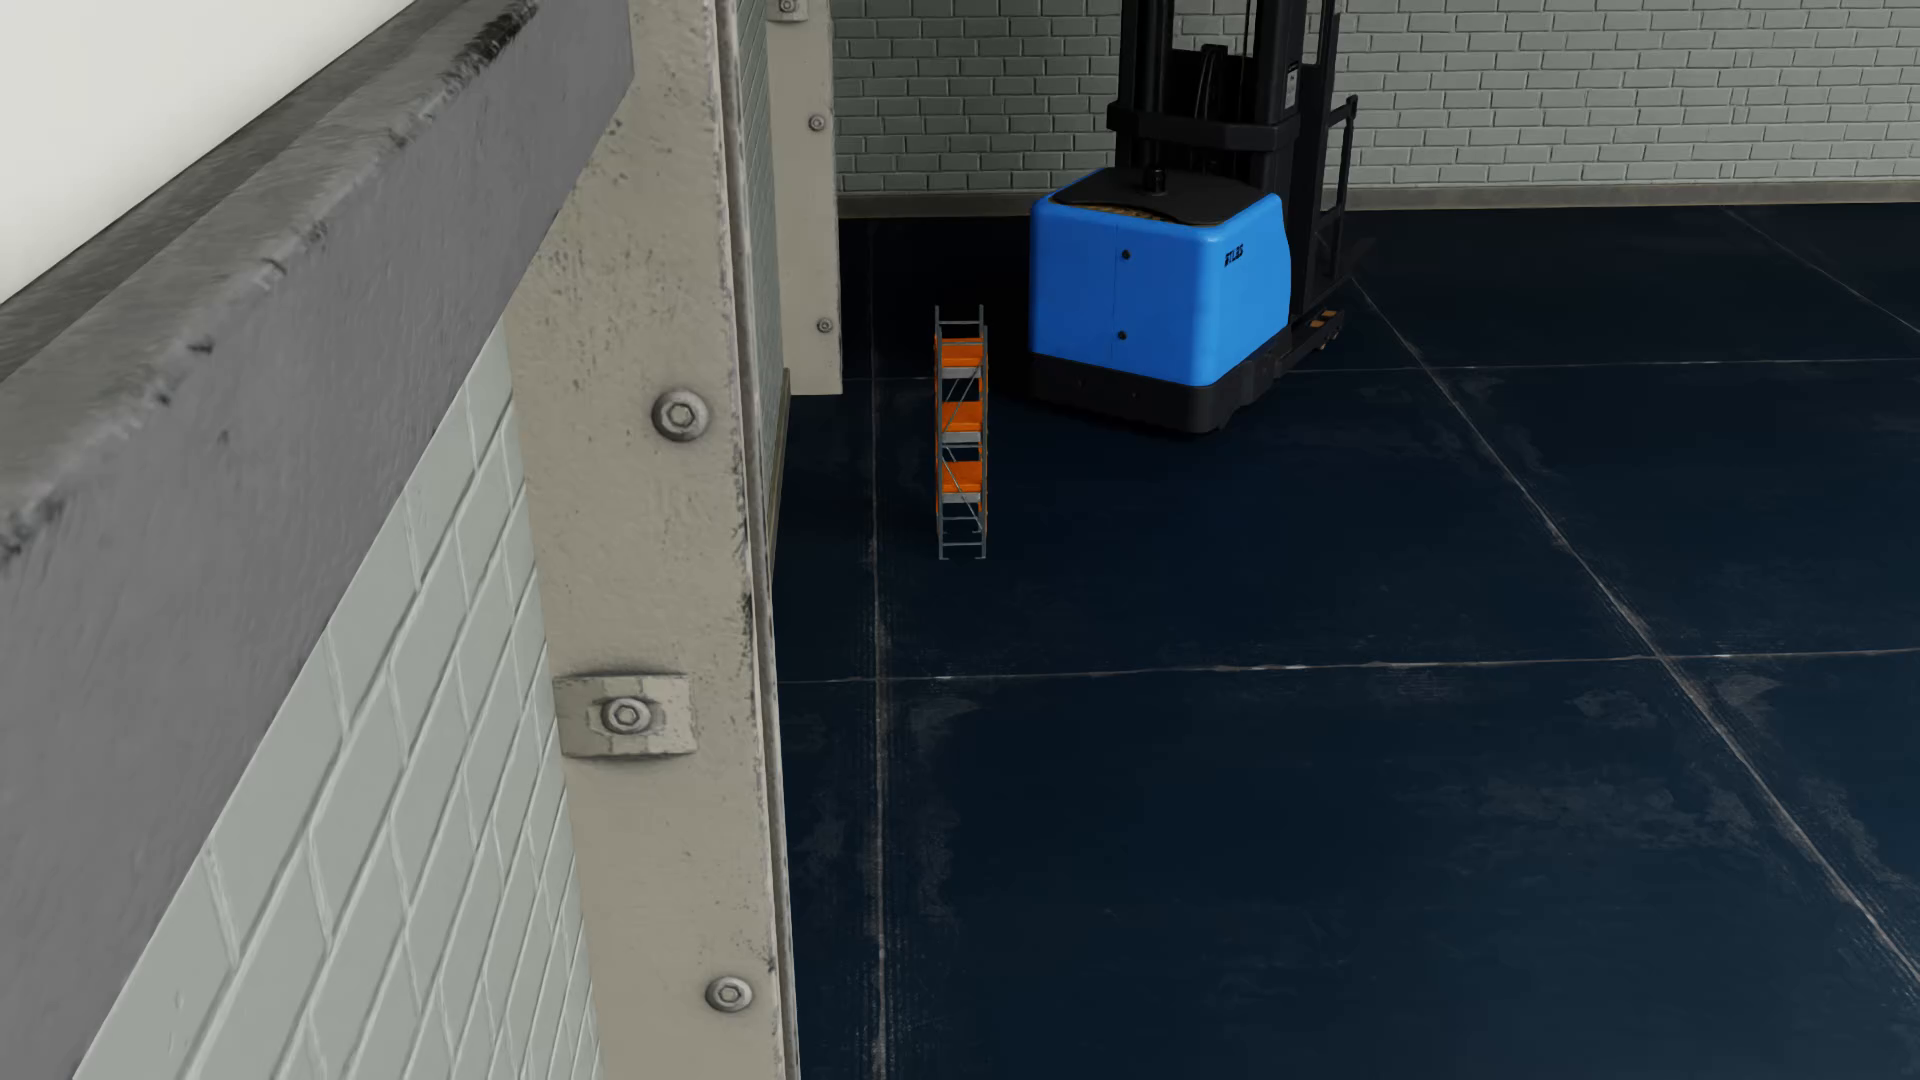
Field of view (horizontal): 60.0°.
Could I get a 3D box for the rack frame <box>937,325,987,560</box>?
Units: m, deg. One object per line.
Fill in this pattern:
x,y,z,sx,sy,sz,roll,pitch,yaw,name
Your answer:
0.009,-0.384,6.852,0.200,1.050,0.008,-1,28,-3,rack frame

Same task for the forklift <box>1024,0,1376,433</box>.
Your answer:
1.522,-2.459,8.796,1.130,2.935,3.031,16,31,27,forklift

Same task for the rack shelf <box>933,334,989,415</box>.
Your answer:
0.003,-0.683,6.834,0.215,0.259,0.240,-1,28,-3,rack shelf

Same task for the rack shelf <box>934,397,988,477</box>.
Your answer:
0.003,-0.431,6.965,0.215,0.259,0.240,-1,28,-3,rack shelf

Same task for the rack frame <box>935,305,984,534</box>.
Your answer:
-0.004,-0.497,7.068,0.200,1.050,0.008,-1,28,-3,rack frame

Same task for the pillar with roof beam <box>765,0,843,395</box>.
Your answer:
3.519,-4.948,7.006,9.100,9.000,0.400,-1,28,-3,pillar with roof beam

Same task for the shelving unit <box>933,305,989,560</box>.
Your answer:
0.003,-0.441,6.960,0.215,1.050,0.252,-1,28,-3,shelving unit

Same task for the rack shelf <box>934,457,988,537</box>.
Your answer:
0.003,-0.185,7.093,0.215,0.259,0.240,-1,28,-3,rack shelf
